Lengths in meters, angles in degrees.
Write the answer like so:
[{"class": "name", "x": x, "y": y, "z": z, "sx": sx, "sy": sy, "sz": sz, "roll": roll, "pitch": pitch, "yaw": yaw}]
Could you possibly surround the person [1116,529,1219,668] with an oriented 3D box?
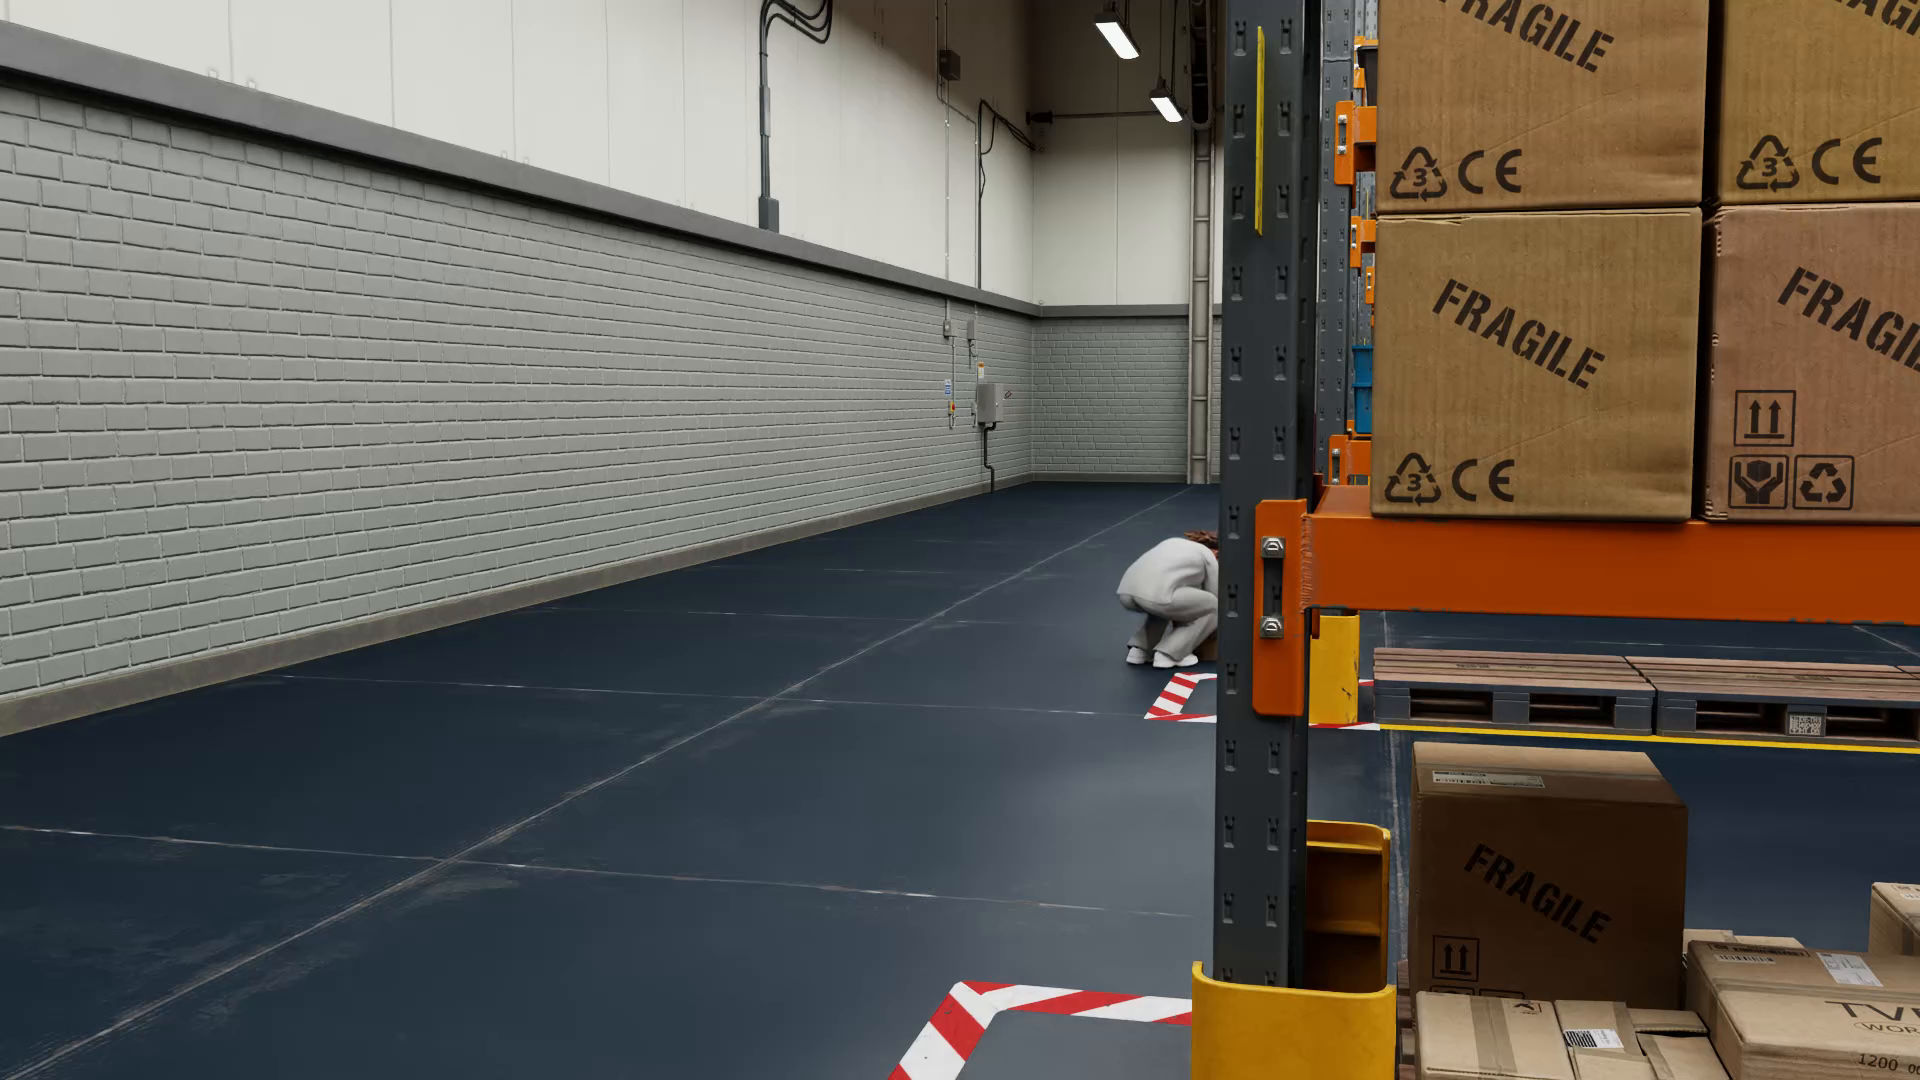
[{"class": "person", "x": 1.247, "y": 0.347, "z": 9.438, "sx": 0.840, "sy": 0.813, "sz": 0.468, "roll": -4, "pitch": 6, "yaw": -40}]
